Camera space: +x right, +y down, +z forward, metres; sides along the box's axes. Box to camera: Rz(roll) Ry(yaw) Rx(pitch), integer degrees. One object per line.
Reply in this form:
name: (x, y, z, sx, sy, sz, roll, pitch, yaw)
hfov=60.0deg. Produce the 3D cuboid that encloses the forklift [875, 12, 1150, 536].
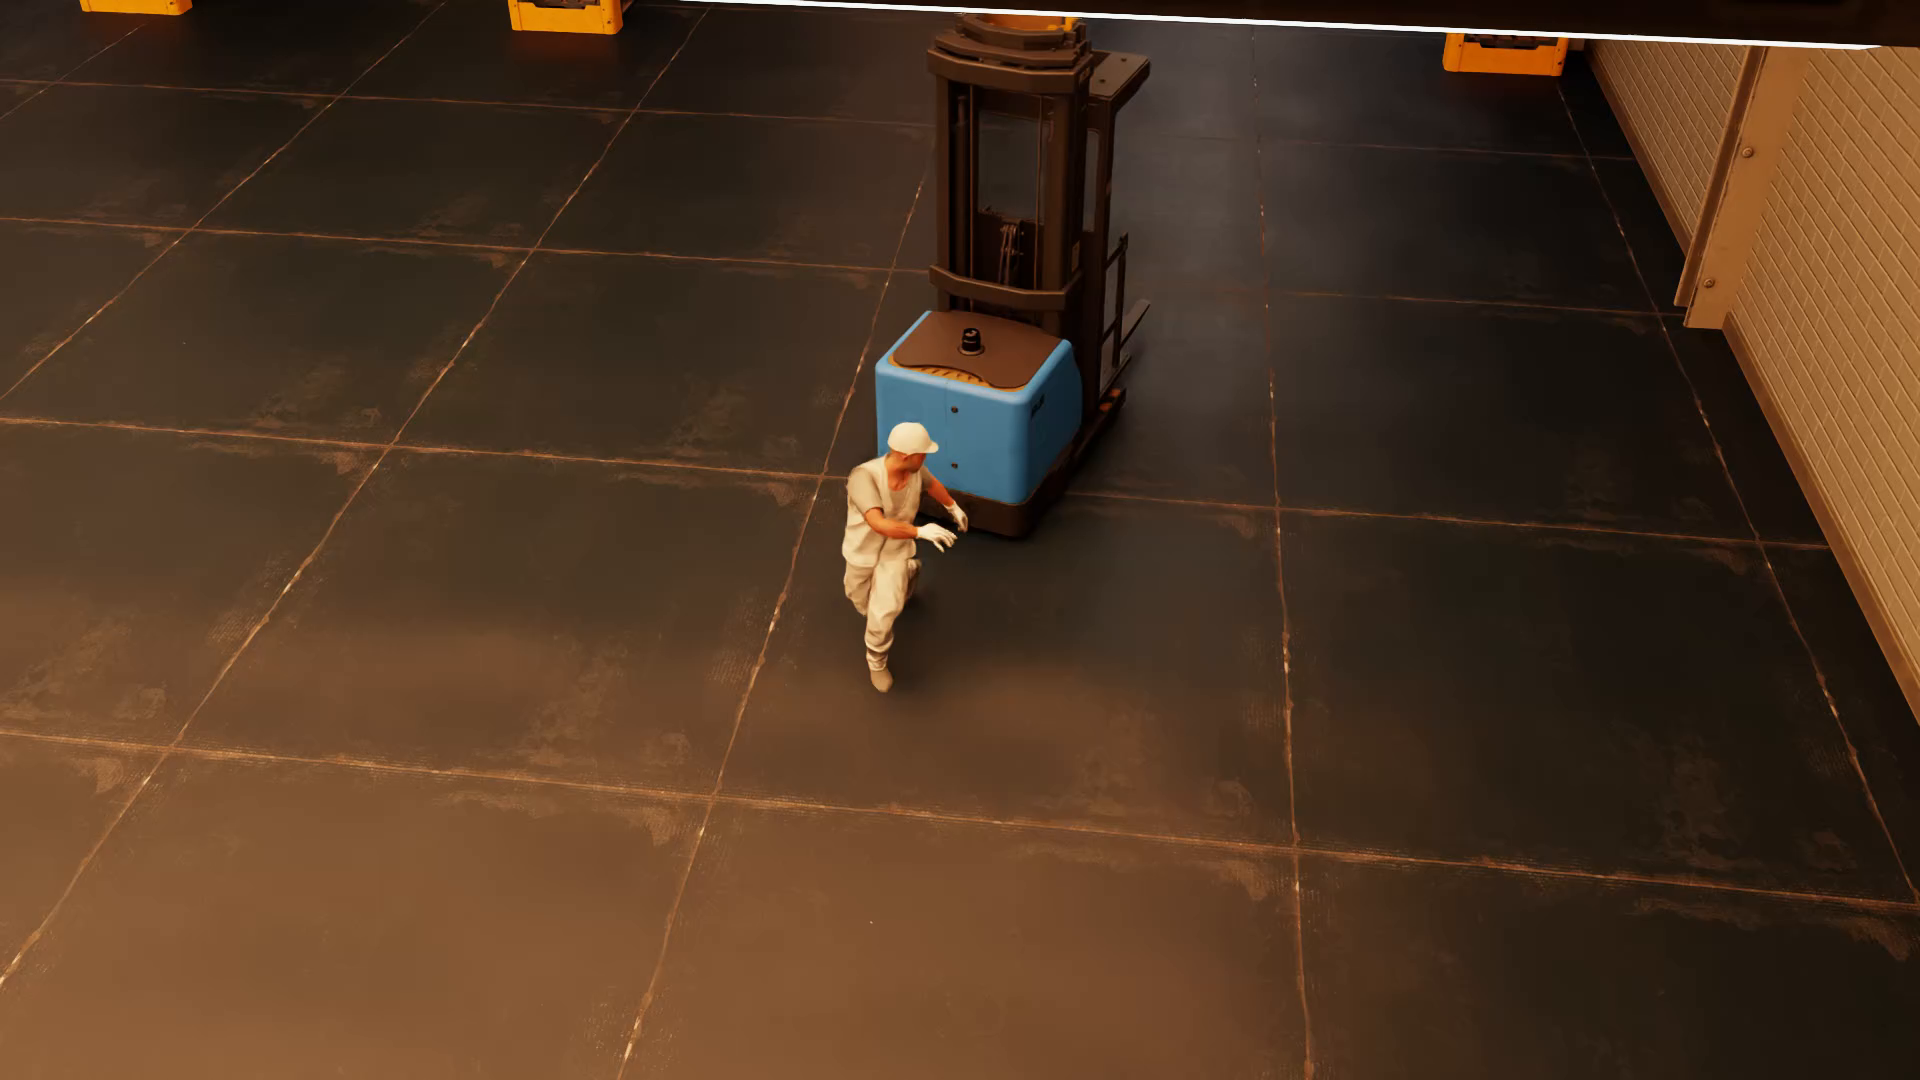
forklift: (0.520, -2.071, 10.839, 1.130, 2.935, 3.031, 15, 39, 19)

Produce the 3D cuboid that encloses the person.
person: (-0.306, -0.001, 9.266, 0.703, 1.538, 0.962, 0, 36, 0)
